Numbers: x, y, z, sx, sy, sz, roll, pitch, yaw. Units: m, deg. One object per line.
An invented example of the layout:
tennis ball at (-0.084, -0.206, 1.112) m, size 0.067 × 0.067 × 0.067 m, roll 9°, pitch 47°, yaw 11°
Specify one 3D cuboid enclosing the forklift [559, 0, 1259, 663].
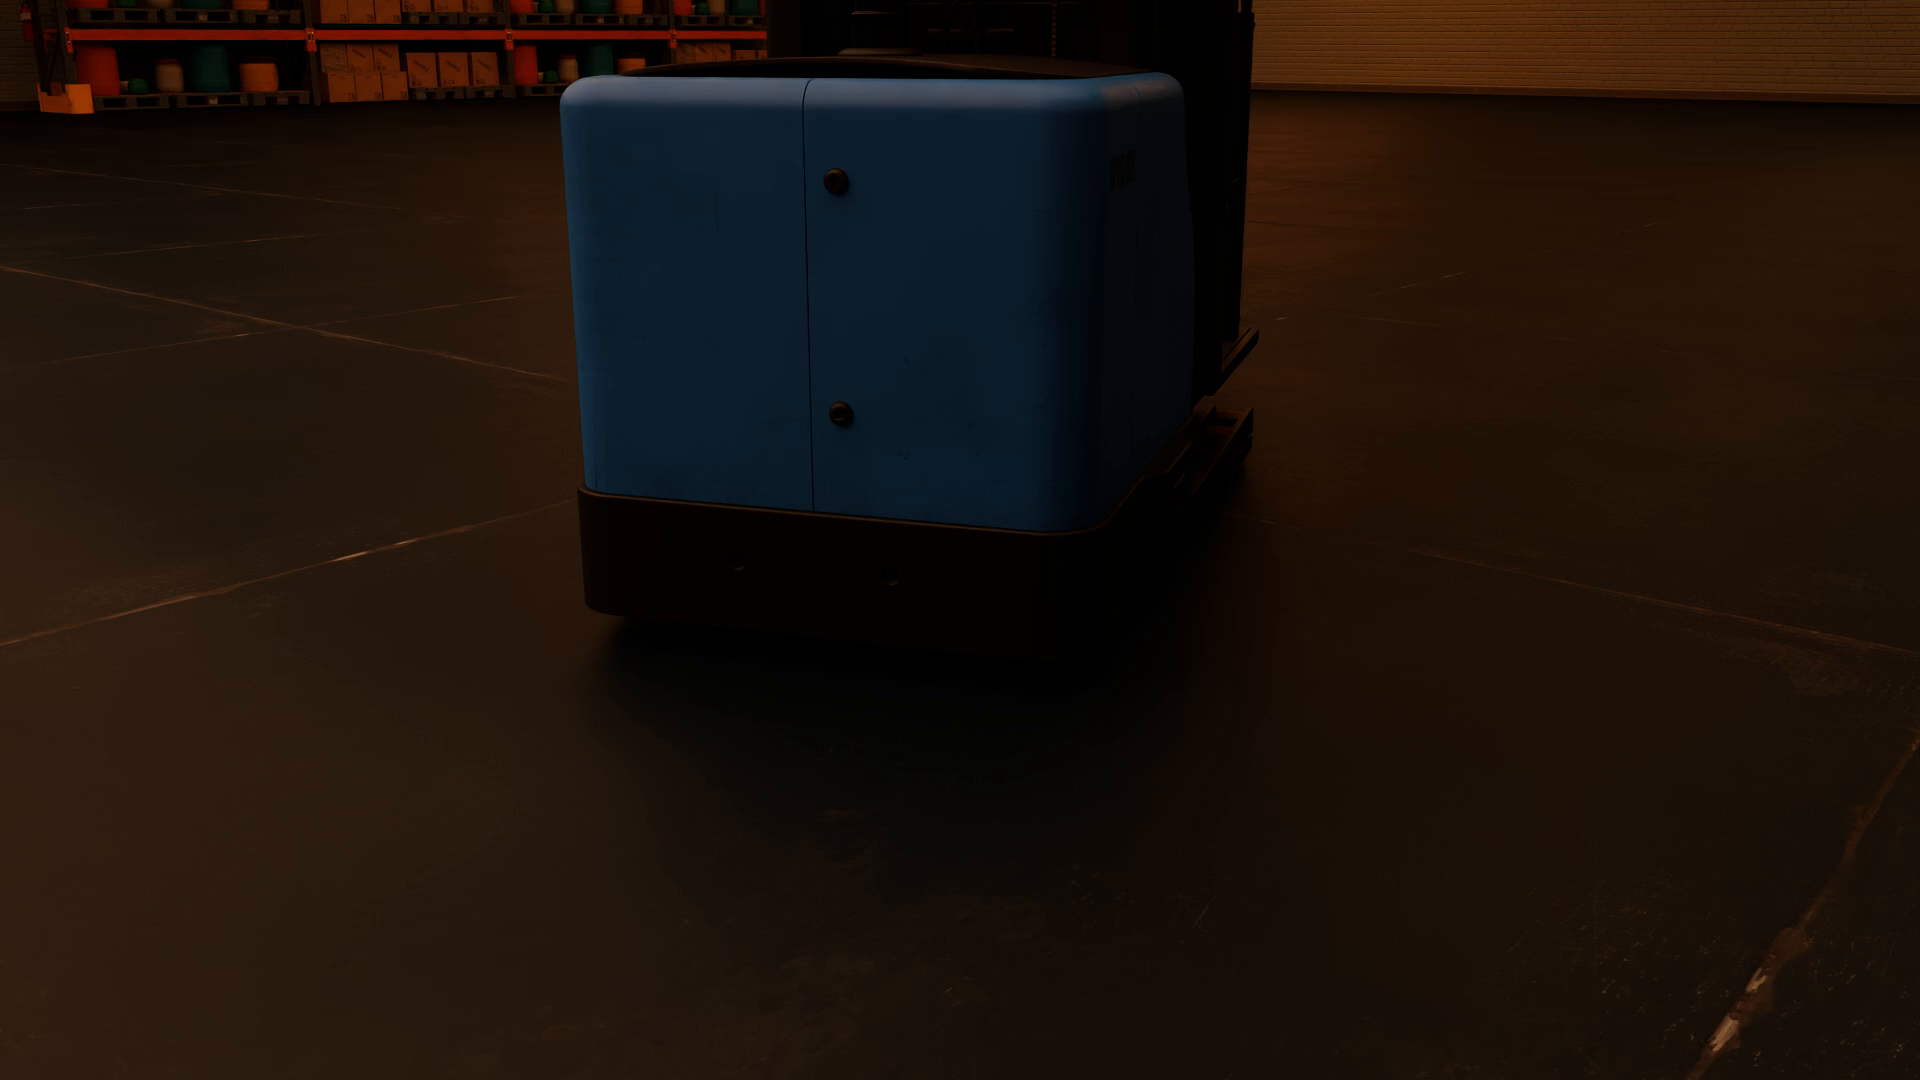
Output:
forklift at (0.182, -1.571, 4.072) m, size 1.130 × 2.935 × 3.031 m, roll 5°, pitch 18°, yaw 17°
